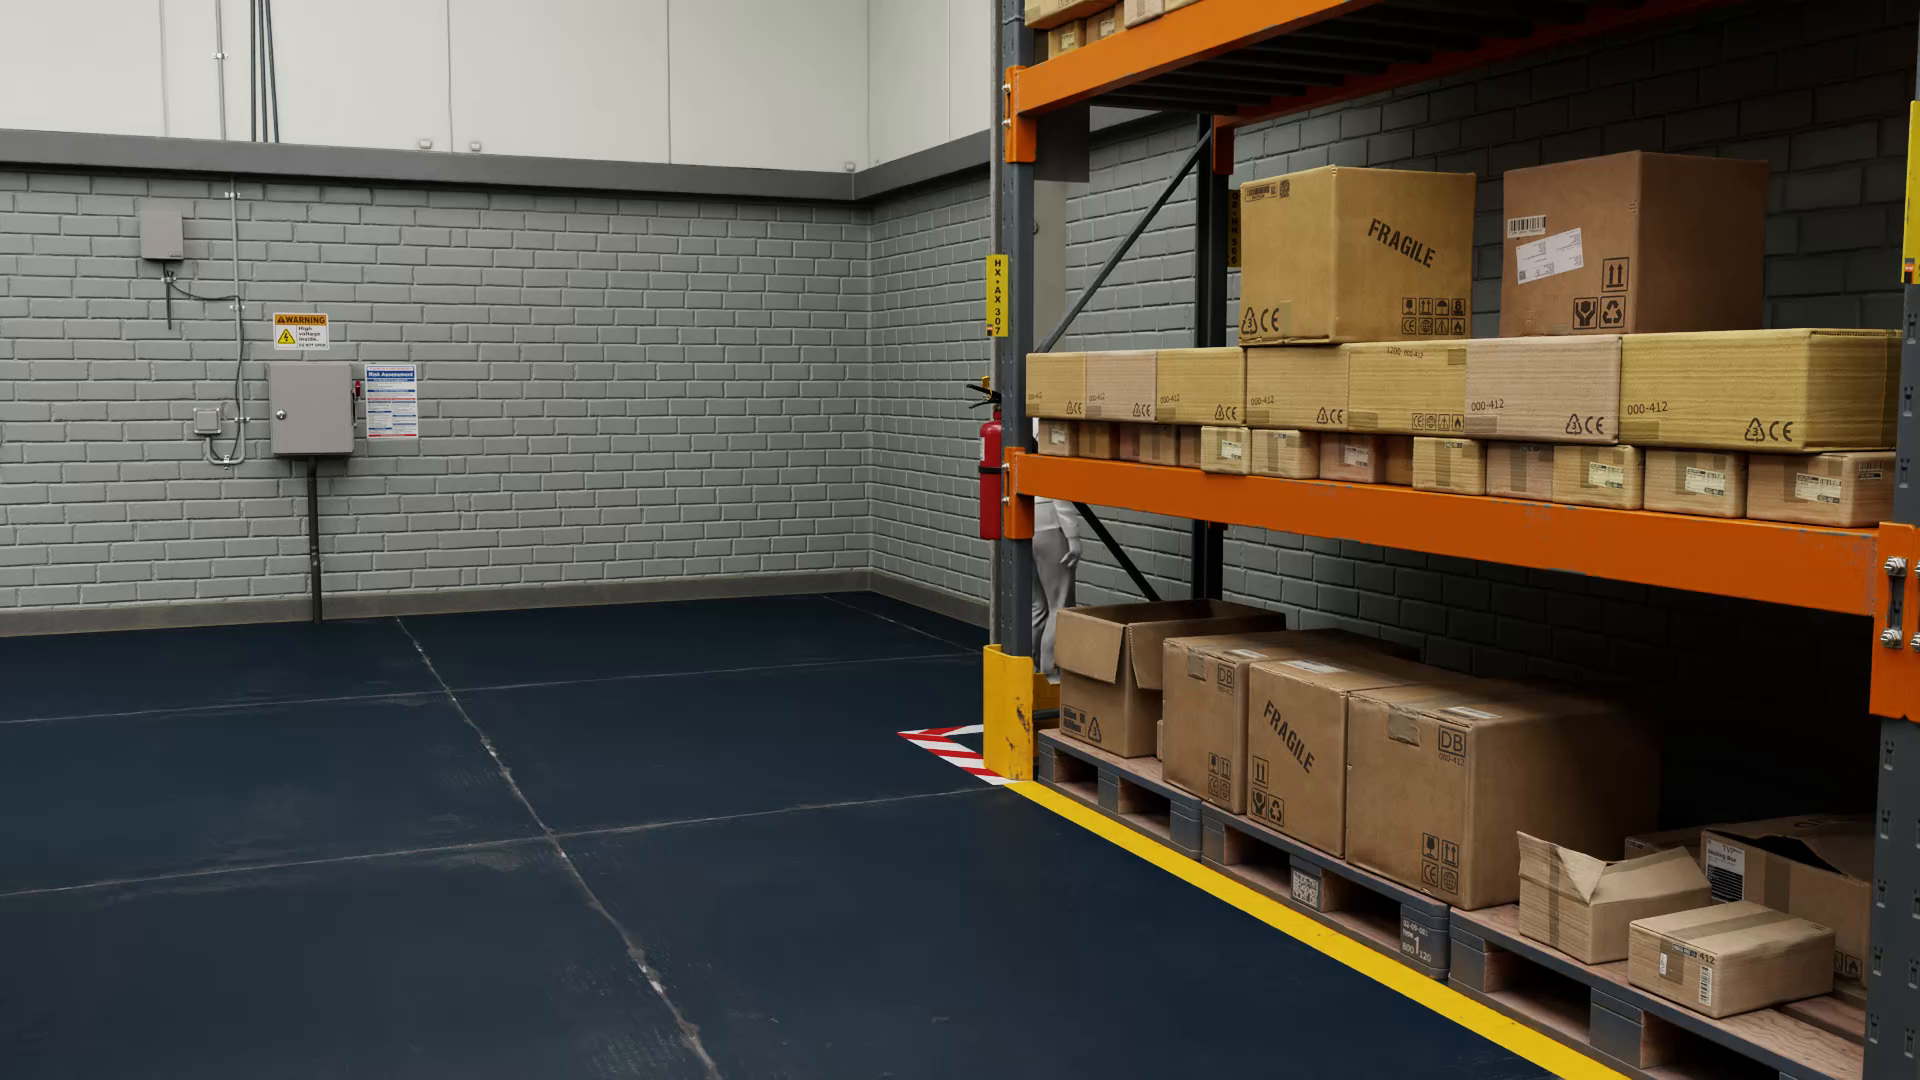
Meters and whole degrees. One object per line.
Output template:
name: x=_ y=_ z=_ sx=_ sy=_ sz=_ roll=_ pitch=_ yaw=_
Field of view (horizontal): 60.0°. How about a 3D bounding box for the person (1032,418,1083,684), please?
person: x=0.422 y=-0.019 z=8.187 sx=0.374 sy=1.662 sz=0.540 roll=-3 pitch=6 yaw=-27
